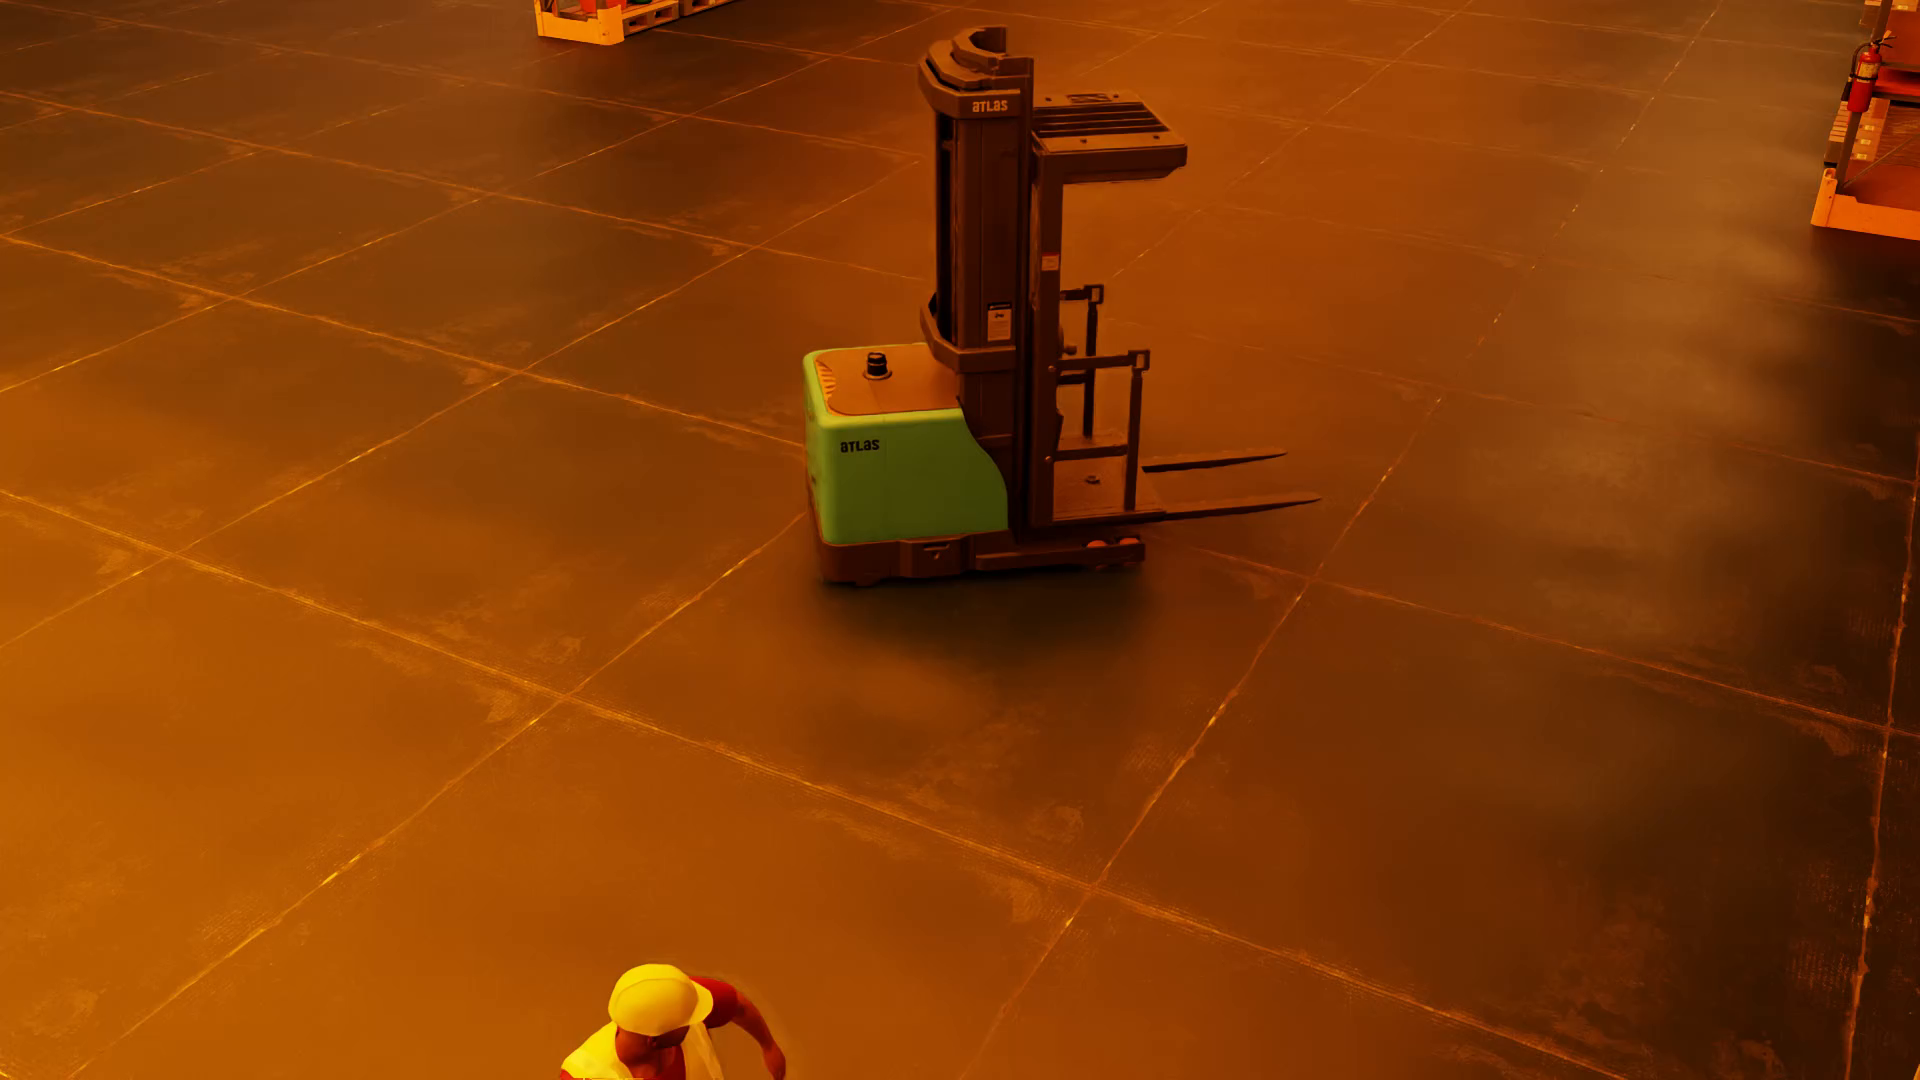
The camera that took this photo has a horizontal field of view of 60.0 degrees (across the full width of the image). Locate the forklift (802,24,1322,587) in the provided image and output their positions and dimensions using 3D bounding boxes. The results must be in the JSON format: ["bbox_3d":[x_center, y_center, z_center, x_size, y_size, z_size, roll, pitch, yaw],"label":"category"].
[{"bbox_3d":[0.626,-1.353,9.414,3.031,2.935,1.130,-5,30,-9],"label":"forklift"}]

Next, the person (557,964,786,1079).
[{"bbox_3d":[-0.841,1.904,5.049,0.848,1.662,0.638,-14,33,-22],"label":"person"}]
